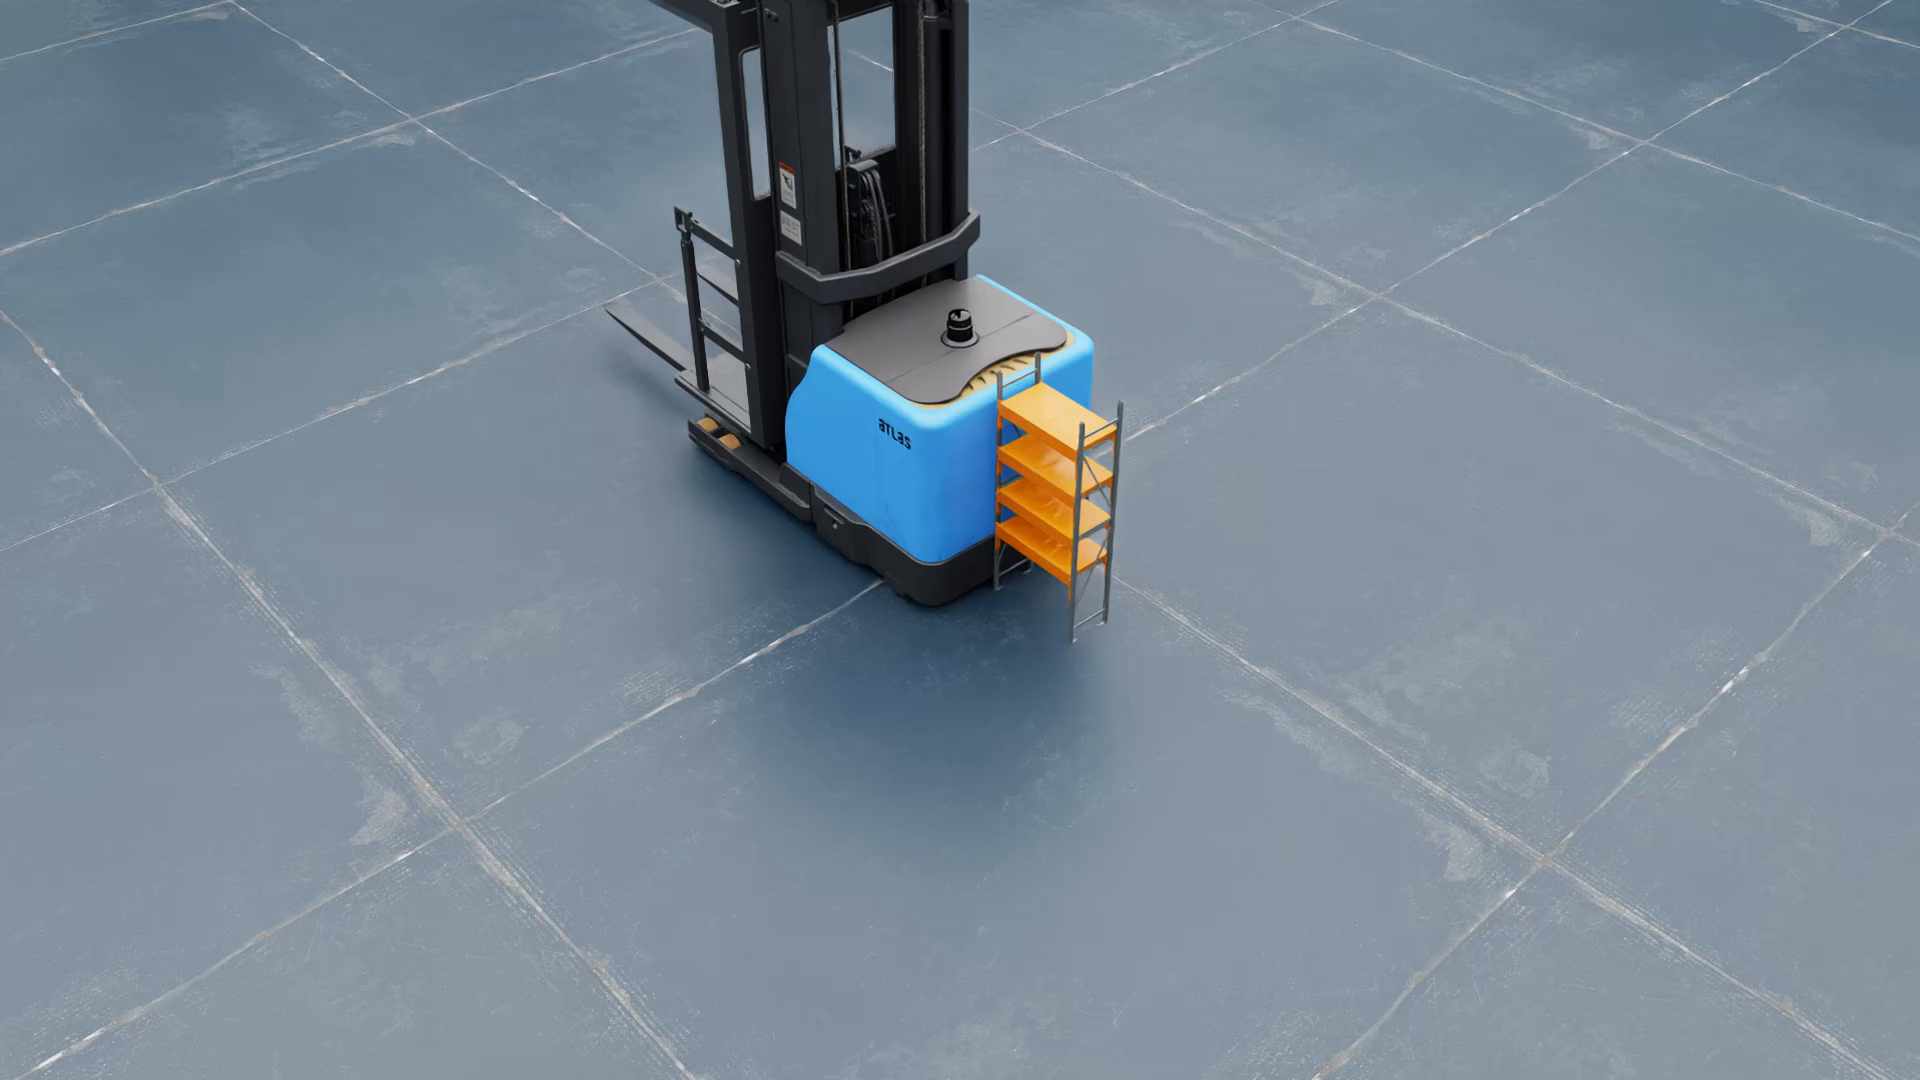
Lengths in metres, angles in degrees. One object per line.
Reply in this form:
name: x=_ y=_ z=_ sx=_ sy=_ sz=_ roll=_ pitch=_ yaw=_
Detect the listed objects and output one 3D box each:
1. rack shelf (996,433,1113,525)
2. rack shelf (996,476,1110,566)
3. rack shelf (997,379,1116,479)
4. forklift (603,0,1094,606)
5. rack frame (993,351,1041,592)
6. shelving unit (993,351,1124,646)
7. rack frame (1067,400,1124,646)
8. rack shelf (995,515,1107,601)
rack shelf: x=0.410 y=-0.285 z=7.107 sx=0.258 sy=0.148 sz=0.480 roll=-29 pitch=47 yaw=-31
rack shelf: x=0.410 y=-0.111 z=7.248 sx=0.258 sy=0.148 sz=0.480 roll=-29 pitch=47 yaw=-31
rack shelf: x=0.410 y=-0.470 z=6.959 sx=0.258 sy=0.148 sz=0.480 roll=-29 pitch=47 yaw=-31
forklift: x=-0.734 y=-1.694 z=7.723 sx=1.130 sy=2.935 sz=3.031 roll=-29 pitch=47 yaw=-31
rack frame: x=0.250 y=-0.279 z=7.349 sx=0.240 sy=1.200 sz=0.015 roll=-29 pitch=47 yaw=-31
shelving unit: x=0.410 y=-0.164 z=7.206 sx=0.258 sy=1.200 sz=0.503 roll=-29 pitch=47 yaw=-31
rack frame: x=0.570 y=-0.048 z=7.063 sx=0.240 sy=1.200 sz=0.015 roll=-29 pitch=47 yaw=-31
rack shelf: x=0.410 y=0.043 z=7.373 sx=0.258 sy=0.148 sz=0.480 roll=-29 pitch=47 yaw=-31
